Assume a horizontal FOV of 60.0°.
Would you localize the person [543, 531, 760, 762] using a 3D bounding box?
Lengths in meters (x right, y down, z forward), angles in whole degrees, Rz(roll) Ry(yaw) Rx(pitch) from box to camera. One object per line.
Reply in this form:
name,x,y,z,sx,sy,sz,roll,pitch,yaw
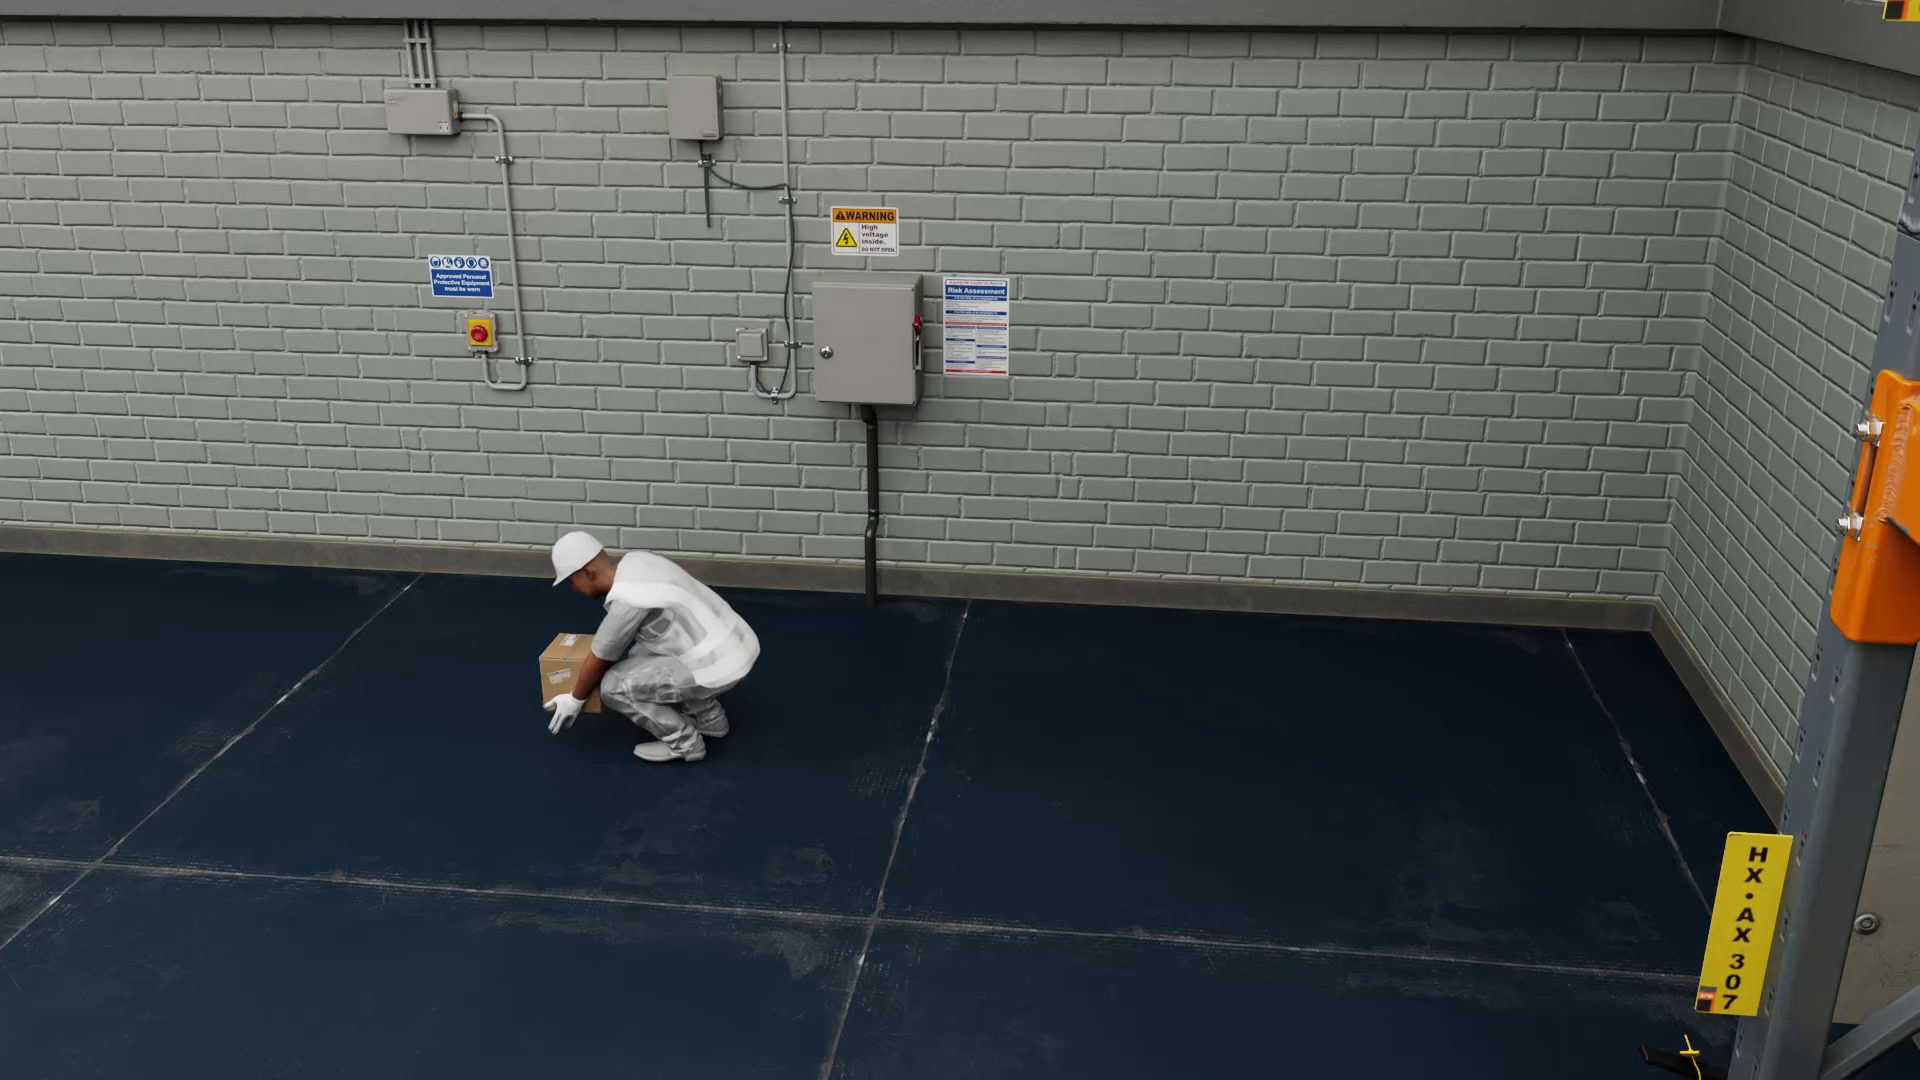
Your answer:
person,-1.311,0.432,7.037,0.888,0.999,0.564,2,21,6
